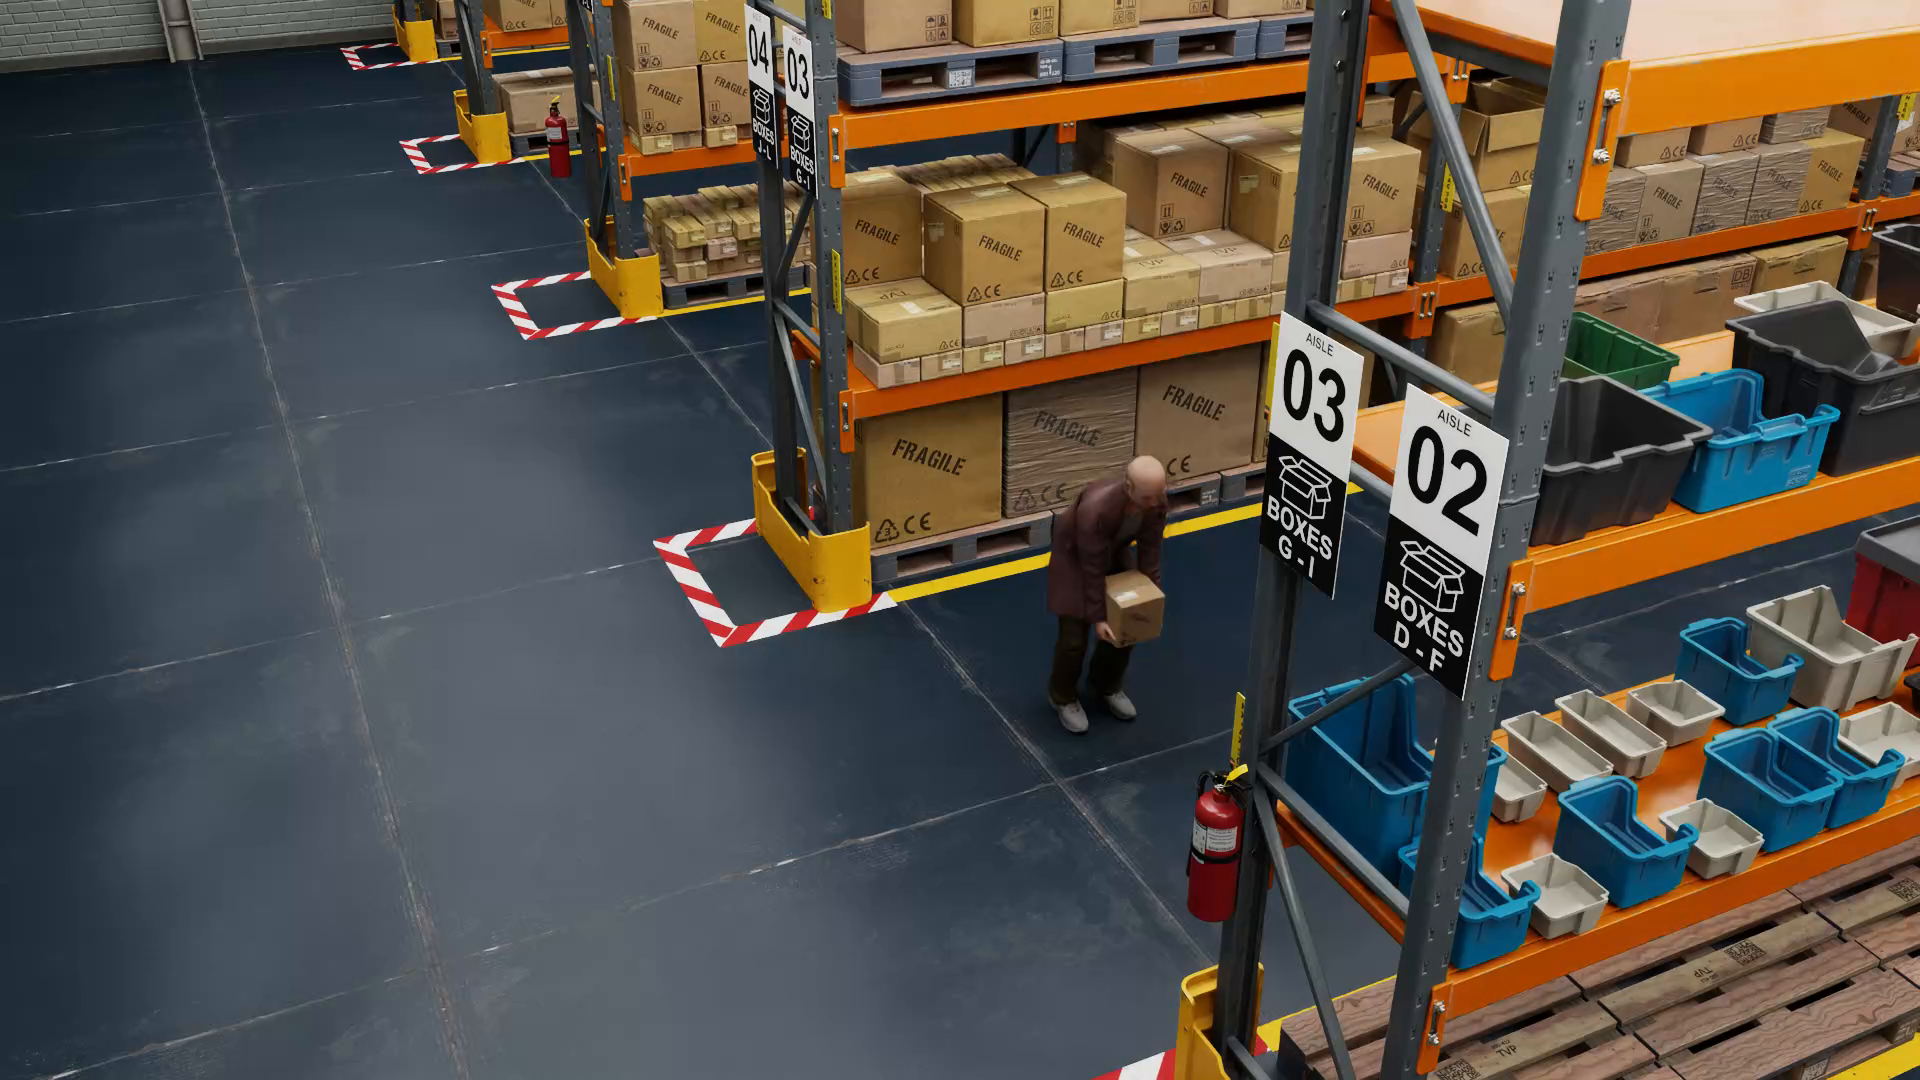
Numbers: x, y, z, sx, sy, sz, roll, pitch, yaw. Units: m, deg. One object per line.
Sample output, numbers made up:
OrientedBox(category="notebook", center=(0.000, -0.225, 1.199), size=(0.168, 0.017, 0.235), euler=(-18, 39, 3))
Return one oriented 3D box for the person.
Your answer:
OrientedBox(category="person", center=(0.718, 0.146, 8.215), size=(0.525, 1.778, 0.551), euler=(-13, 32, -22))
